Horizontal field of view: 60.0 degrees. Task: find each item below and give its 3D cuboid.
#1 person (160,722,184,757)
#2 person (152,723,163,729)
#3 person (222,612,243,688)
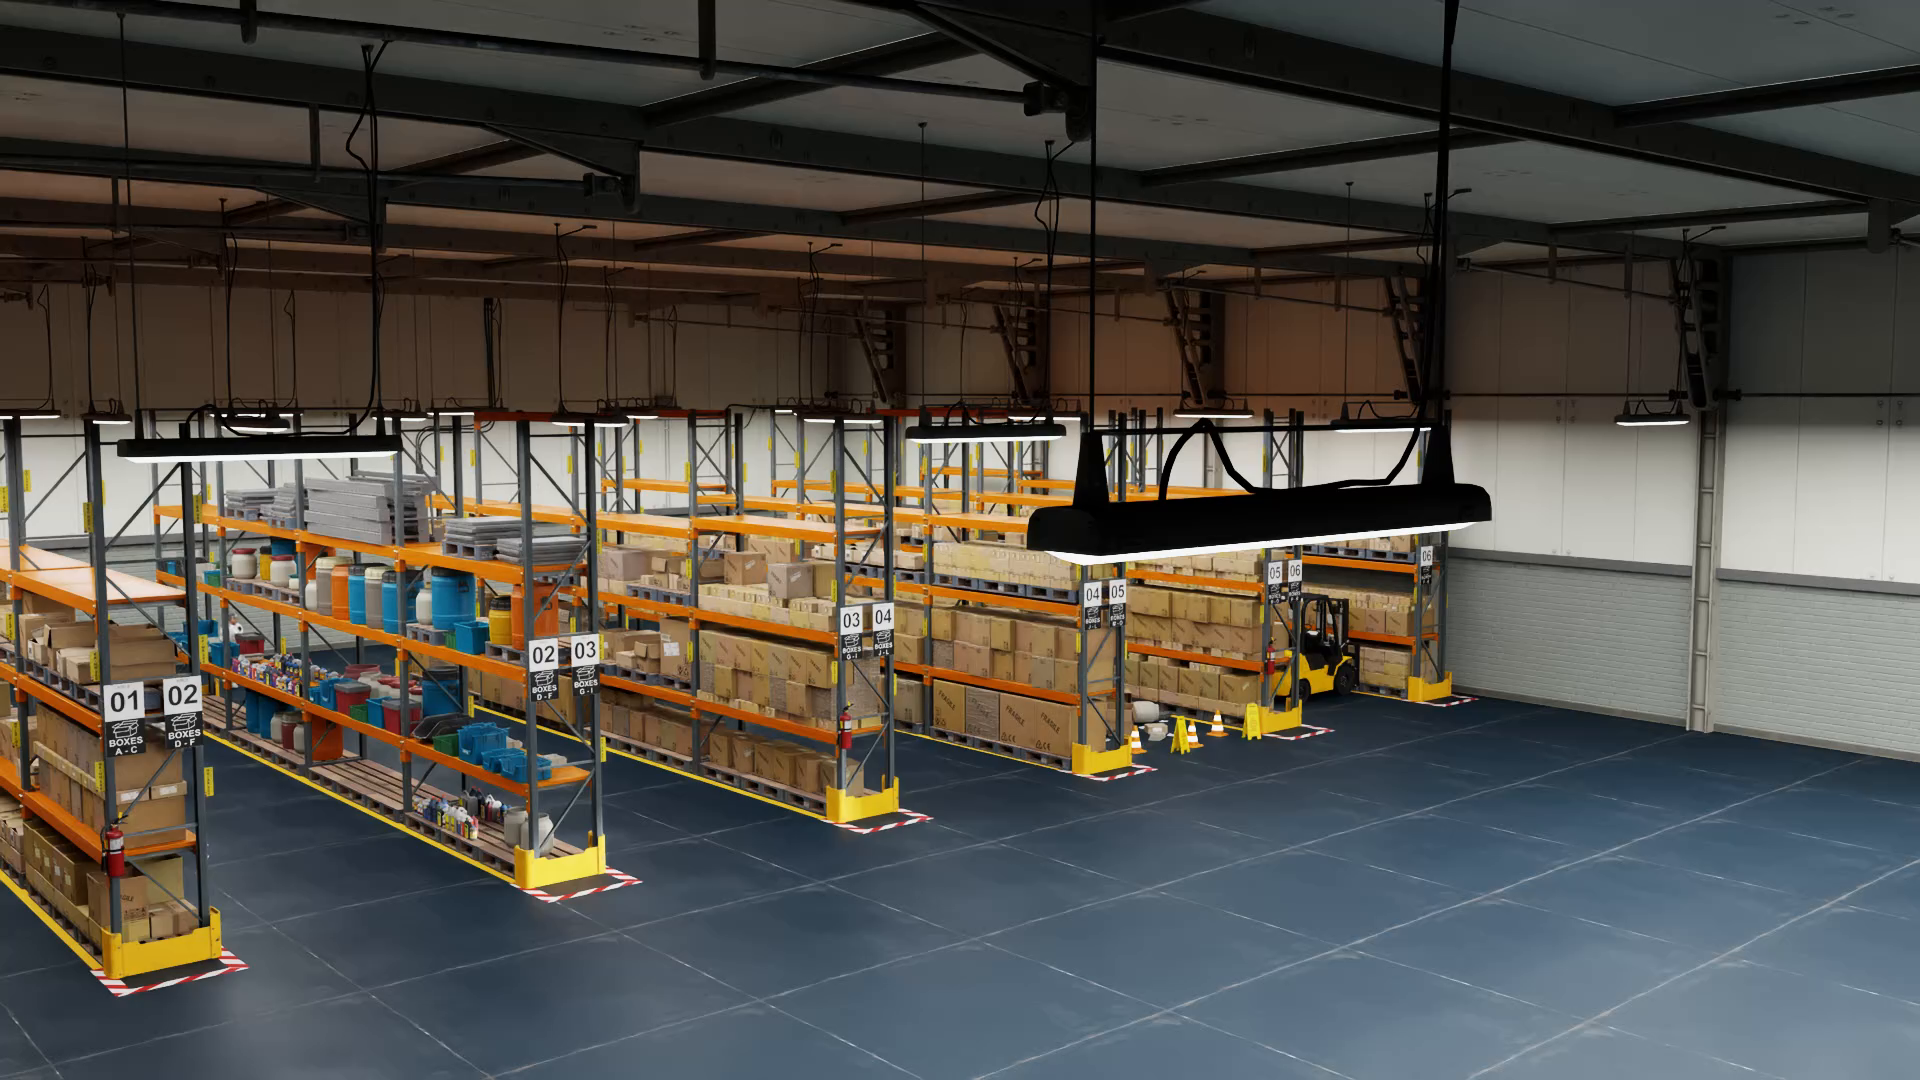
[{"bbox_3d":[-12.589,3.114,26.642,0.730,1.786,0.587,5,7,42],"label":"person"},{"bbox_3d":[-11.526,3.413,23.881,0.509,1.670,0.540,-3,6,-27],"label":"person"},{"bbox_3d":[-15.737,2.345,35.950,0.490,1.632,0.872,-5,7,-44],"label":"person"}]
